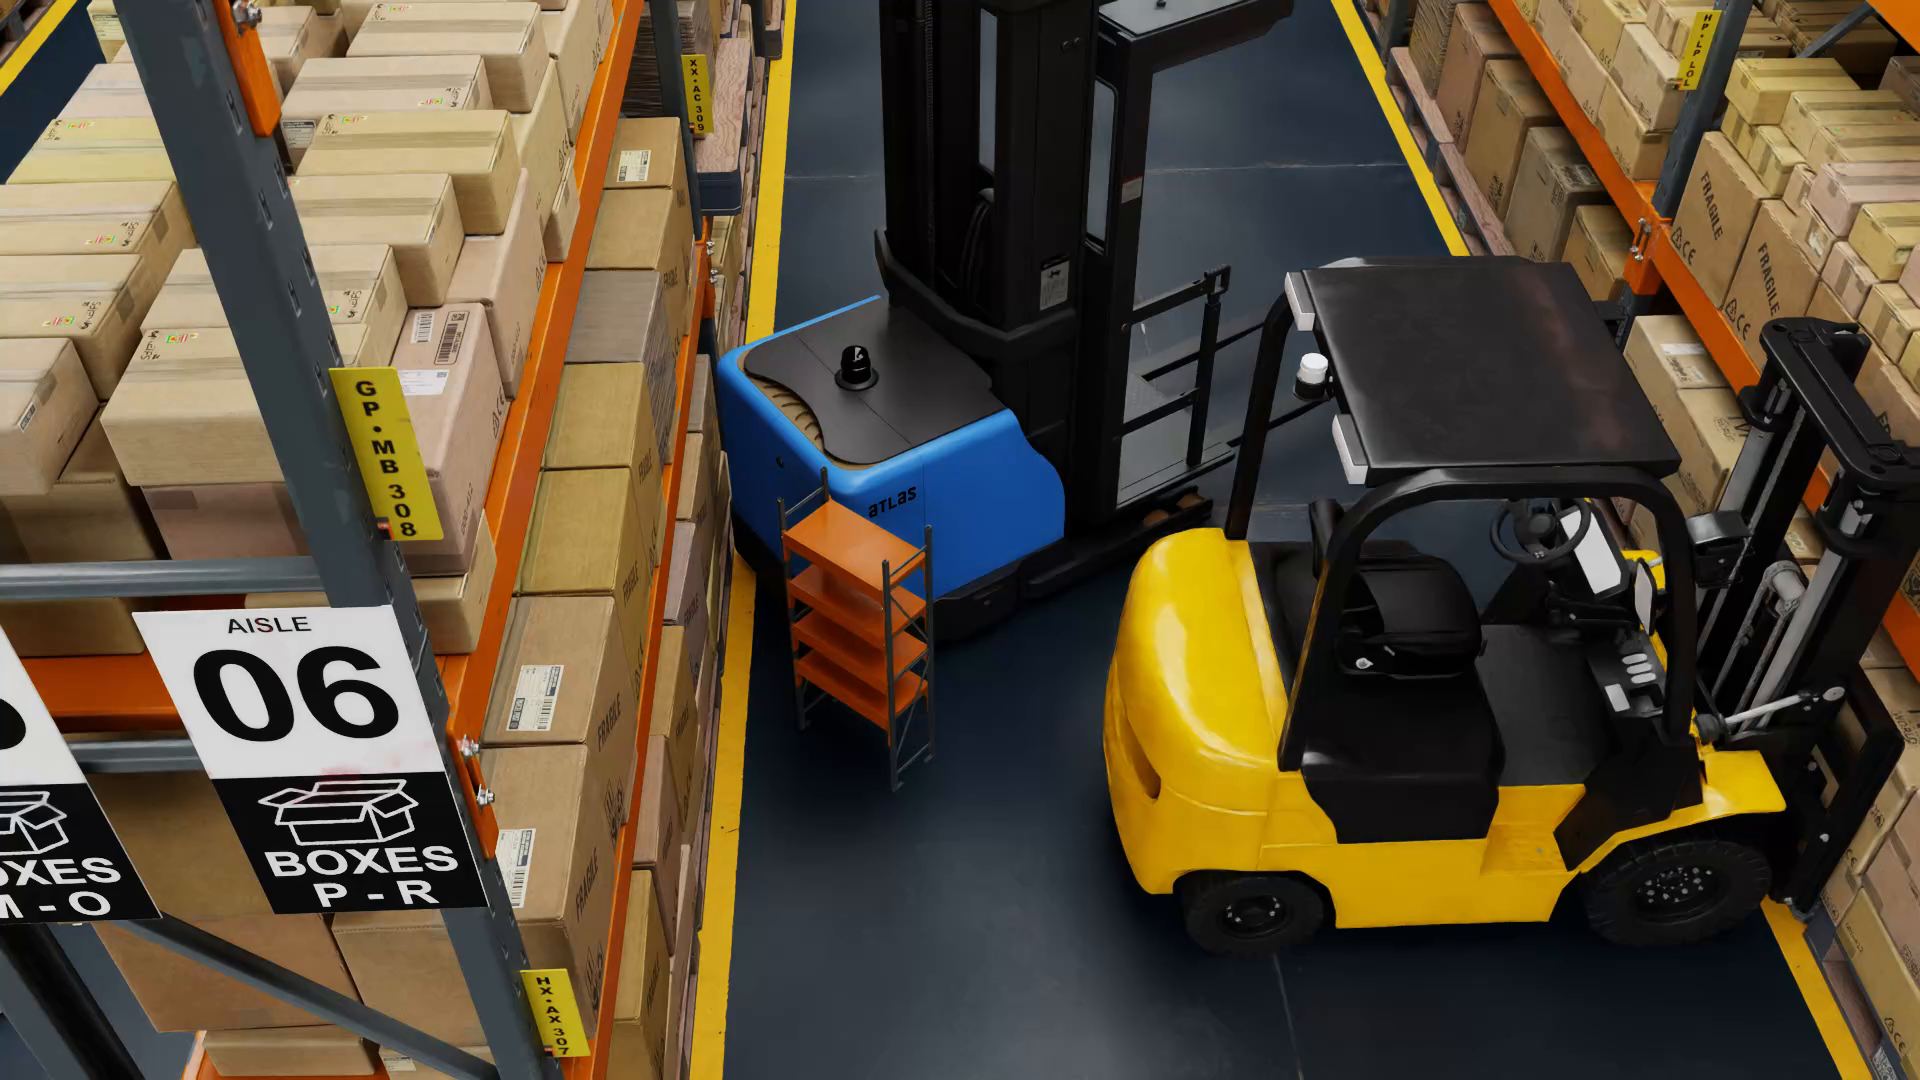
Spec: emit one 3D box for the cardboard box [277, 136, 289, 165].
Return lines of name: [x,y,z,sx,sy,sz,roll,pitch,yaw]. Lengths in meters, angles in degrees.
cardboard box: [-1.723,-0.865,3.794,0.500,0.250,0.500,-1,43,-1]

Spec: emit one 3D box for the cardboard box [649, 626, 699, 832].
cardboard box: [-1.185,0.645,5.646,0.500,0.500,0.500,-1,43,-1]

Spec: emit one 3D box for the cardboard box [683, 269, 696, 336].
cardboard box: [-1.220,-0.909,6.357,0.380,0.149,0.250,-1,43,-1]

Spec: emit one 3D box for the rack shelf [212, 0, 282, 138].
rack shelf: [-1.470,-1.973,3.427,1.077,0.370,4.000,-2,43,-2]

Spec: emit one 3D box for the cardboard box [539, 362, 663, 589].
cardboard box: [-1.206,-0.188,5.091,0.500,0.500,0.500,-2,43,-3]

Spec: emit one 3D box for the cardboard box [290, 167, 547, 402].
cardboard box: [-1.152,-0.525,3.423,0.500,0.250,0.500,-2,43,-2]

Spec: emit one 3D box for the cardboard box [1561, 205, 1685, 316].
cardboard box: [3.370,-1.154,7.886,0.875,0.625,0.625,0,43,0]

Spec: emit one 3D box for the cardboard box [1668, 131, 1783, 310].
cardboard box: [3.162,-1.253,6.472,0.500,0.500,0.500,-3,43,-3]

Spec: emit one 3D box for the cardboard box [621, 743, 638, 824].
cardboard box: [-1.113,0.656,4.650,0.380,0.149,0.250,-1,43,-1]

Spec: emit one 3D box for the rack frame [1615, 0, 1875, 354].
rack frame: [3.404,-1.523,6.841,1.000,3.000,0.127,-2,43,-2]

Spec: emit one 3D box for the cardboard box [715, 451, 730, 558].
cardboard box: [-1.262,-0.128,7.043,0.500,0.250,0.500,0,43,0]

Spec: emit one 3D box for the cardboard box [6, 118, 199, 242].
cardboard box: [-1.656,-0.724,3.346,0.380,0.149,0.250,-1,43,-2]

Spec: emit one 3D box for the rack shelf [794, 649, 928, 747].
rack shelf: [-0.366,0.546,6.310,0.480,0.148,0.258,29,50,28]

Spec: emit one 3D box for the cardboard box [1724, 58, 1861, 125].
cardboard box: [3.121,-1.685,6.244,0.380,0.149,0.250,-1,43,-1]

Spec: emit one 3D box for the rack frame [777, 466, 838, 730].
rack frame: [-0.554,0.244,6.245,0.015,1.200,0.240,29,50,28]

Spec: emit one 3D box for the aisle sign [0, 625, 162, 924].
aisle sign: [-1.673,0.414,2.804,0.394,0.787,0.004,-2,43,-2]

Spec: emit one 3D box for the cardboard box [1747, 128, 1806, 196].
cardboard box: [3.167,-1.401,6.154,0.380,0.149,0.250,-1,43,-1]

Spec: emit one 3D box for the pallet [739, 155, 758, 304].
pallet: [-1.645,-1.701,9.099,1.003,0.211,1.213,-2,43,-2]

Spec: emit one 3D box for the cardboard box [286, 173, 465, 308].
cardboard box: [-1.172,-0.571,3.178,0.380,0.149,0.250,-2,43,-2]

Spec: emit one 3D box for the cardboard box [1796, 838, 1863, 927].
cardboard box: [3.214,1.054,5.754,0.500,0.250,0.500,-1,43,-1]

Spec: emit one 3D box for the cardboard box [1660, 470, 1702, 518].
cardboard box: [3.139,-0.173,6.723,0.500,0.250,0.500,-2,43,-2]

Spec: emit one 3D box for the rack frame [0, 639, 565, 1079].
rack frame: [-1.385,1.323,3.737,1.000,3.000,0.127,-2,43,-2]

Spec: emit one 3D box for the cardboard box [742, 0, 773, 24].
cardboard box: [-1.672,-3.918,10.716,0.875,0.875,0.875,-2,43,-2]

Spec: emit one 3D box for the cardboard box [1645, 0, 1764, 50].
cardboard box: [3.138,-2.197,7.022,0.380,0.149,0.250,-2,43,-2]

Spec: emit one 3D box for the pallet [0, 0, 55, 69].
pallet: [-6.698,-3.368,10.917,1.003,0.211,1.213,-2,43,-2]

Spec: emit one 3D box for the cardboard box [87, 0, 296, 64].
cardboard box: [-1.793,-1.239,3.907,0.380,0.149,0.250,-1,43,-1]

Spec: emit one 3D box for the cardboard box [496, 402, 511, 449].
cardboard box: [-1.153,-0.278,3.449,0.380,0.149,0.250,-1,43,-1]

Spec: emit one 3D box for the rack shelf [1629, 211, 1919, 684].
rack shelf: [3.489,0.093,5.611,1.077,0.370,4.000,-2,43,-2]

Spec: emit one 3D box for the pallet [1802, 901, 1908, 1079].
pallet: [3.499,1.690,5.399,1.003,0.211,1.213,-2,43,-2]

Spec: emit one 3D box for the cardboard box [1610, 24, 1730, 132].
cardboard box: [3.127,-1.976,7.076,0.500,0.250,0.500,-2,43,-3]

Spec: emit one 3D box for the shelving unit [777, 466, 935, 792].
shelving unit: [-0.366,0.350,6.130,0.503,1.200,0.258,29,50,28]

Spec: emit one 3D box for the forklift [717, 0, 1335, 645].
forklift: [0.517,-1.321,6.672,3.031,2.935,1.130,-25,48,-25]

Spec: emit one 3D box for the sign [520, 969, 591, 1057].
sign: [-0.843,0.988,3.461,0.100,0.325,0.005,-2,43,-2]

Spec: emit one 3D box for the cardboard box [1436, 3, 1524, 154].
cardboard box: [3.282,-2.640,9.507,0.875,0.625,0.625,0,43,0]

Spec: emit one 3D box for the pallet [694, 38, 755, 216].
pallet: [-1.442,-1.827,7.315,1.003,0.211,1.213,-2,43,-2]

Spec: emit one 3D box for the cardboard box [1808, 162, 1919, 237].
cardboard box: [3.150,-1.162,5.673,0.380,0.149,0.250,-1,43,-1]

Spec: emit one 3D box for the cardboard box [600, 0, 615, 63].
cardboard box: [-1.208,-1.492,4.773,0.380,0.149,0.250,-1,43,-1]

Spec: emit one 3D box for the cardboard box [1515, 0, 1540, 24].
cardboard box: [3.074,-2.824,8.372,0.500,0.250,0.500,0,43,0]

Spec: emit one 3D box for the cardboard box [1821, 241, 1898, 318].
cardboard box: [3.152,-0.880,5.586,0.380,0.149,0.250,-2,43,-2]

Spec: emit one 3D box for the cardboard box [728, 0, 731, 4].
cardboard box: [-1.291,-2.703,8.004,0.380,0.149,0.250,0,43,0]

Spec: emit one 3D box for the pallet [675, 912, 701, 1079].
pallet: [-1.388,1.750,5.335,1.003,0.211,1.213,-2,43,-2]

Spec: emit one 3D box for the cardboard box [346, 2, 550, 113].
cardboard box: [-1.144,-1.085,3.740,0.380,0.149,0.250,-1,43,-1]

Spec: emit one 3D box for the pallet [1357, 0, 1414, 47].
pallet: [3.240,-3.700,11.280,1.003,0.211,1.213,-2,43,-2]

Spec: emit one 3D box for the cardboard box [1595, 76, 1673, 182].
cardboard box: [3.121,-1.800,7.255,0.500,0.250,0.500,-1,43,-1]

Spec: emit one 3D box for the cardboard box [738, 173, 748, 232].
cardboard box: [-1.645,-1.873,8.857,0.950,0.372,0.625,0,43,0]

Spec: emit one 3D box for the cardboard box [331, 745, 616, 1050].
cardboard box: [-1.128,0.848,3.960,0.500,0.500,0.500,-2,43,-2]

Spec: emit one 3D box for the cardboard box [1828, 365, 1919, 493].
cardboard box: [3.223,-0.219,5.345,0.500,0.500,0.500,-1,43,-2]

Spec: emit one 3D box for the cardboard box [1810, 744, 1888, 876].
cardboard box: [3.187,0.846,5.611,0.500,0.250,0.500,-3,43,-3]

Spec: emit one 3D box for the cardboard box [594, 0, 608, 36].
cardboard box: [-1.238,-1.562,4.555,0.500,0.250,0.500,-2,43,-2]

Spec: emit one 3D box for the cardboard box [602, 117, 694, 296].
cardboard box: [-1.288,-1.231,6.229,0.500,0.500,0.500,-3,43,-3]

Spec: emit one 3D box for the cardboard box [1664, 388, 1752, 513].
cardboard box: [3.122,-0.351,6.547,0.500,0.250,0.500,-2,43,-2]

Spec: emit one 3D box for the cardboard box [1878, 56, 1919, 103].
cardboard box: [3.719,-1.702,6.262,0.380,0.149,0.250,-2,43,-2]

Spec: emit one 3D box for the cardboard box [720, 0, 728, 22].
cardboard box: [-1.318,-2.676,7.494,0.500,0.500,0.500,-2,43,-2]

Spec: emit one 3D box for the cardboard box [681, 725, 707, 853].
cardboard box: [-1.193,0.916,5.905,0.500,0.250,0.500,1,43,1]

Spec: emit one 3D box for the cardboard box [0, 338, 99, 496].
cardboard box: [-1.695,-0.204,2.779,0.380,0.149,0.250,-1,43,-1]

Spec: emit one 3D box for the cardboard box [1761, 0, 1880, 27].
cardboard box: [3.644,-2.225,7.053,0.380,0.149,0.250,-3,43,-3]

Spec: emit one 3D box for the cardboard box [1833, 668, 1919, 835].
cardboard box: [3.184,0.681,5.421,0.500,0.250,0.500,-1,43,-1]

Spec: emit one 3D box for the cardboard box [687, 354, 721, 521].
cardboard box: [-1.262,-0.404,6.789,0.500,0.500,0.500,-2,43,-2]
